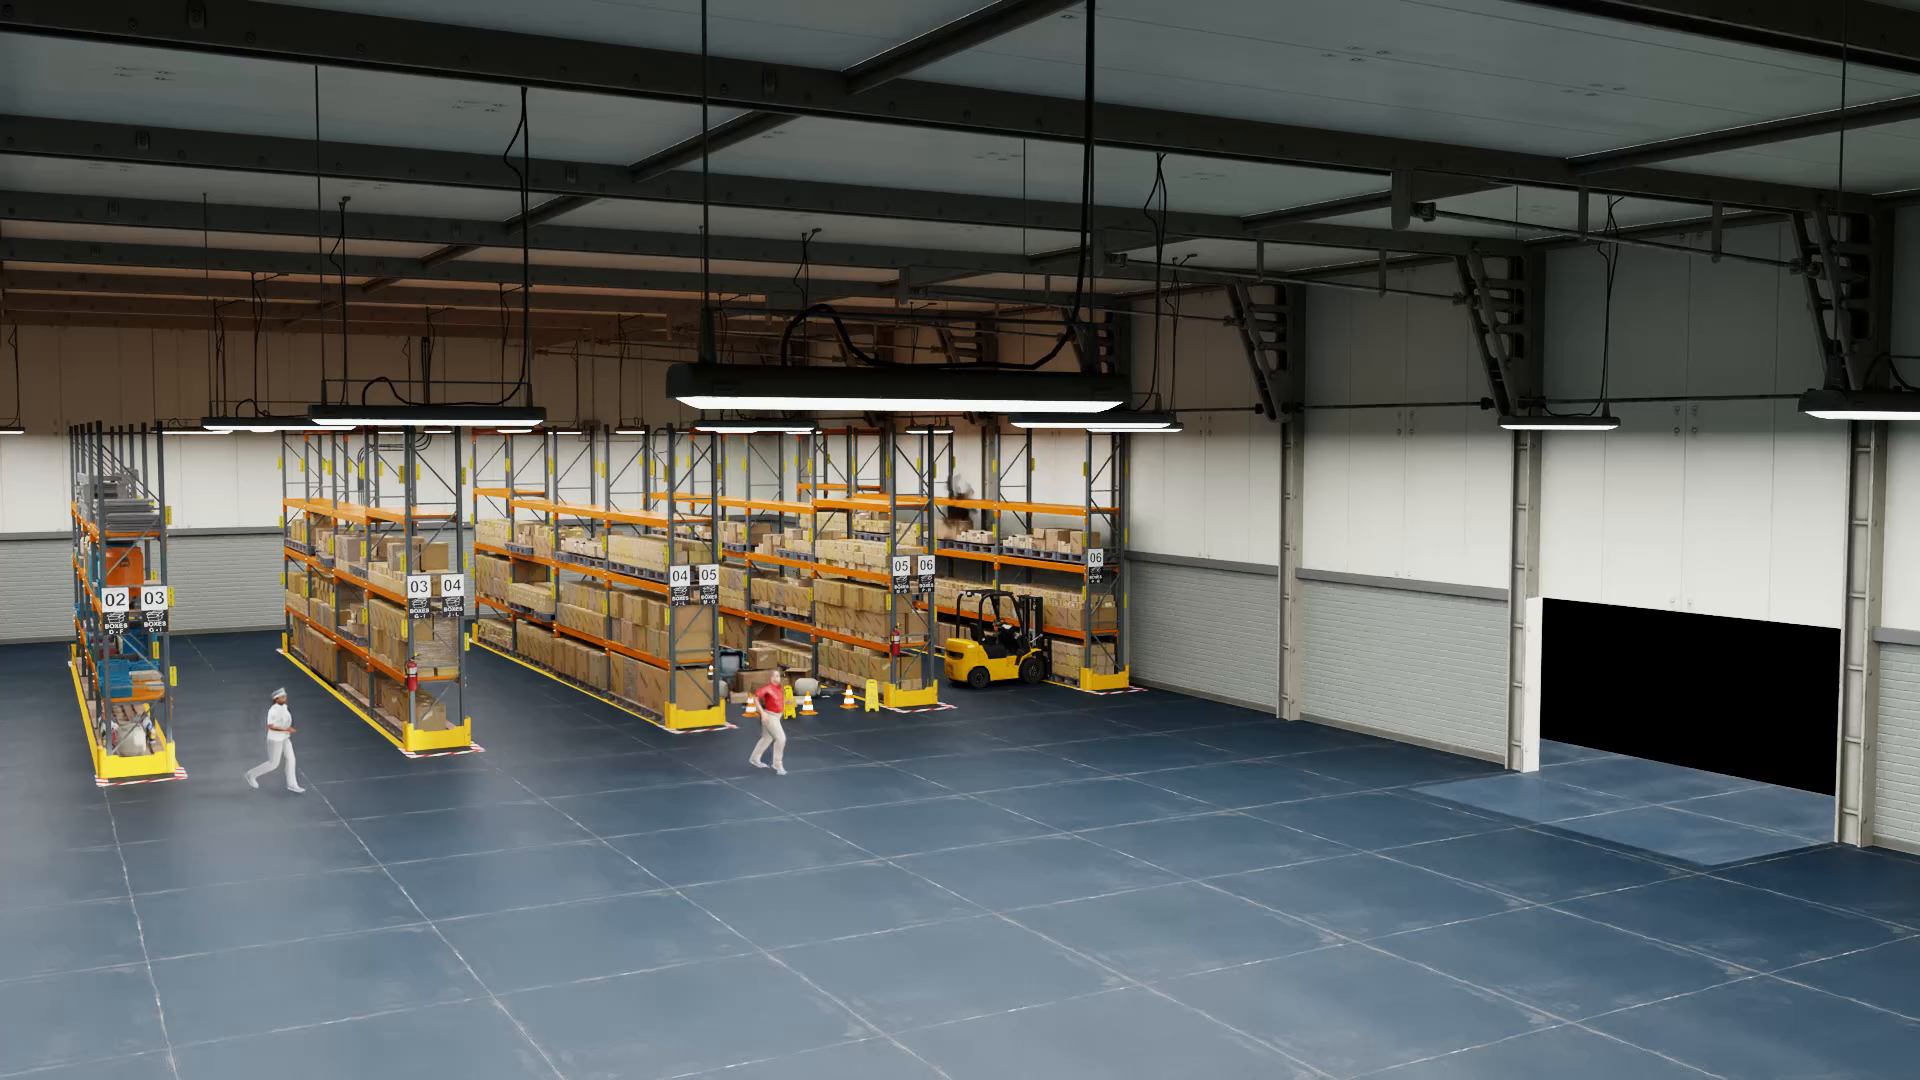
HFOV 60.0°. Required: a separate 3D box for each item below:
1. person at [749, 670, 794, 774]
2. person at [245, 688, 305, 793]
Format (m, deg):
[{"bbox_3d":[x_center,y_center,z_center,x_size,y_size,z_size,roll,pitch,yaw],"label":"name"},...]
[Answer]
[{"bbox_3d":[-3.242,3.109,28.479,0.810,1.794,0.650,1,4,9],"label":"person"},{"bbox_3d":[-11.023,3.228,26.794,0.908,1.710,0.588,0,4,4],"label":"person"}]
